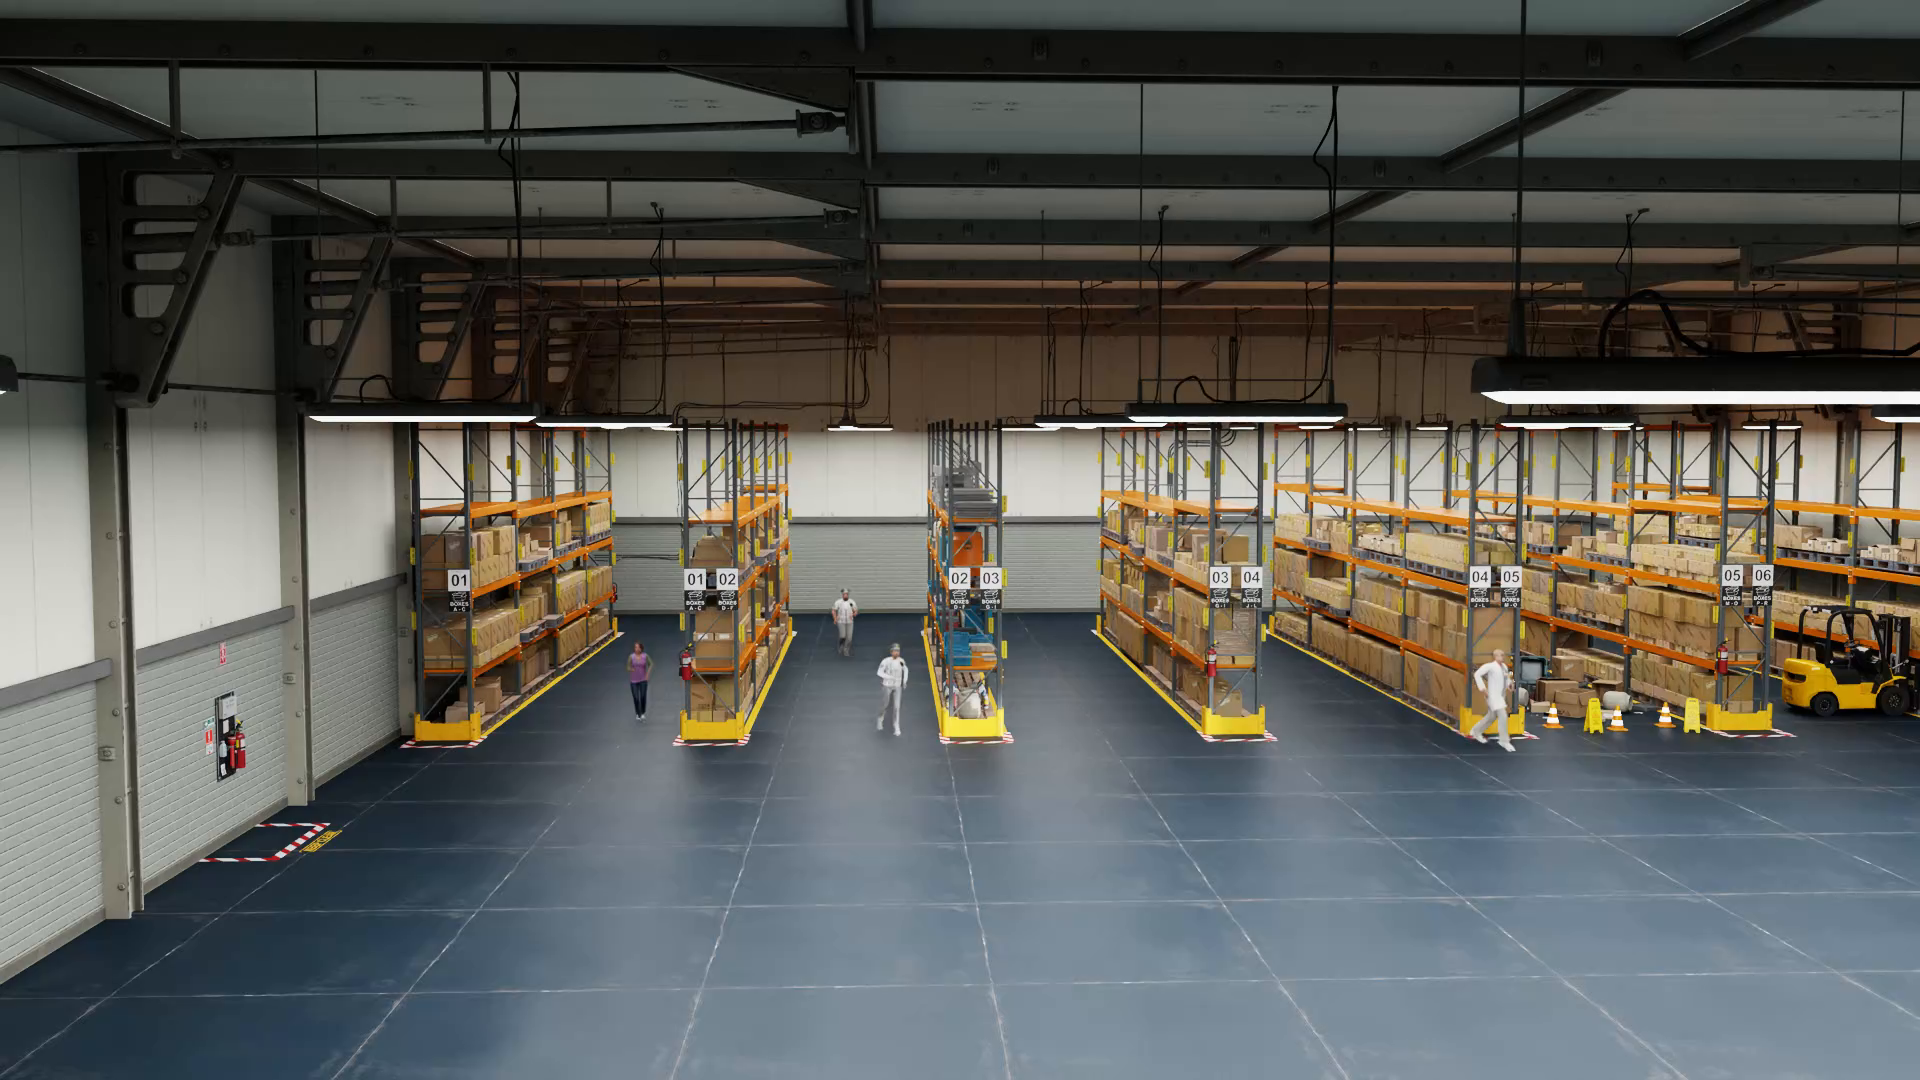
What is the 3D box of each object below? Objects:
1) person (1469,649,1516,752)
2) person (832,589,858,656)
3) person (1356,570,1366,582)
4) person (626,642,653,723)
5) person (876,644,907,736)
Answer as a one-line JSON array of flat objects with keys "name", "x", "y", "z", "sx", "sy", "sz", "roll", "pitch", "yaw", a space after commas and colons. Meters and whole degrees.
[{"name": "person", "x": 9.758, "y": 2.894, "z": 30.326, "sx": 0.712, "sy": 1.819, "sz": 0.976, "roll": -4, "pitch": 5, "yaw": -45}, {"name": "person", "x": -2.943, "y": 2.115, "z": 42.802, "sx": 0.657, "sy": 1.743, "sz": 0.590, "roll": -1, "pitch": 4, "yaw": -13}, {"name": "person", "x": 11.965, "y": 1.756, "z": 49.221, "sx": 0.746, "sy": 1.728, "sz": 0.590, "roll": 0, "pitch": 4, "yaw": -2}, {"name": "person", "x": -6.345, "y": 2.822, "z": 32.886, "sx": 0.515, "sy": 1.604, "sz": 0.625, "roll": 0, "pitch": 4, "yaw": -6}, {"name": "person", "x": -1.268, "y": 2.828, "z": 31.761, "sx": 0.640, "sy": 1.719, "sz": 0.829, "roll": -1, "pitch": 4, "yaw": -17}]
